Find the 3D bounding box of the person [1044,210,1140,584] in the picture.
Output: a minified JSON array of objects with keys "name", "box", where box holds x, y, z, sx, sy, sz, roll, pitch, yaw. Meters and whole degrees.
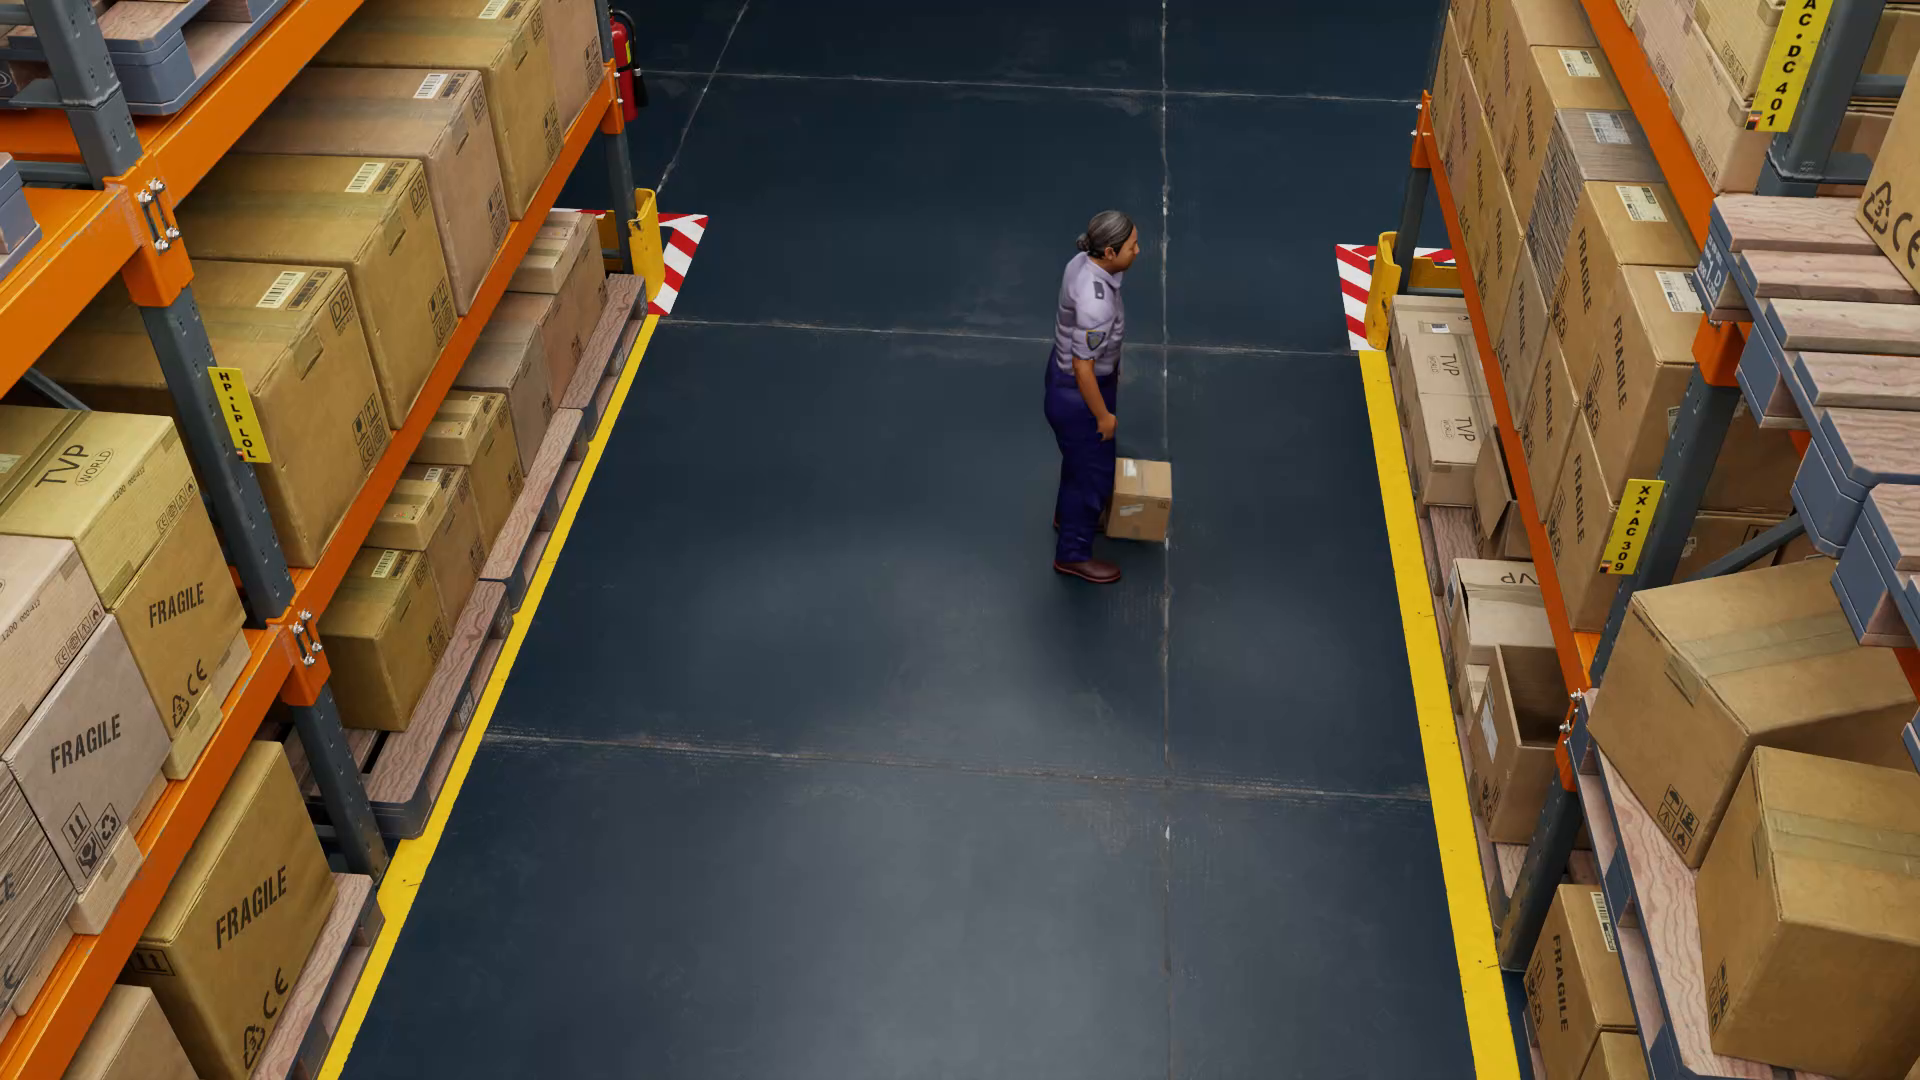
[{"name":"person","box":[0.532,-0.611,6.881,0.368,1.653,0.533,2,40,2]}]
